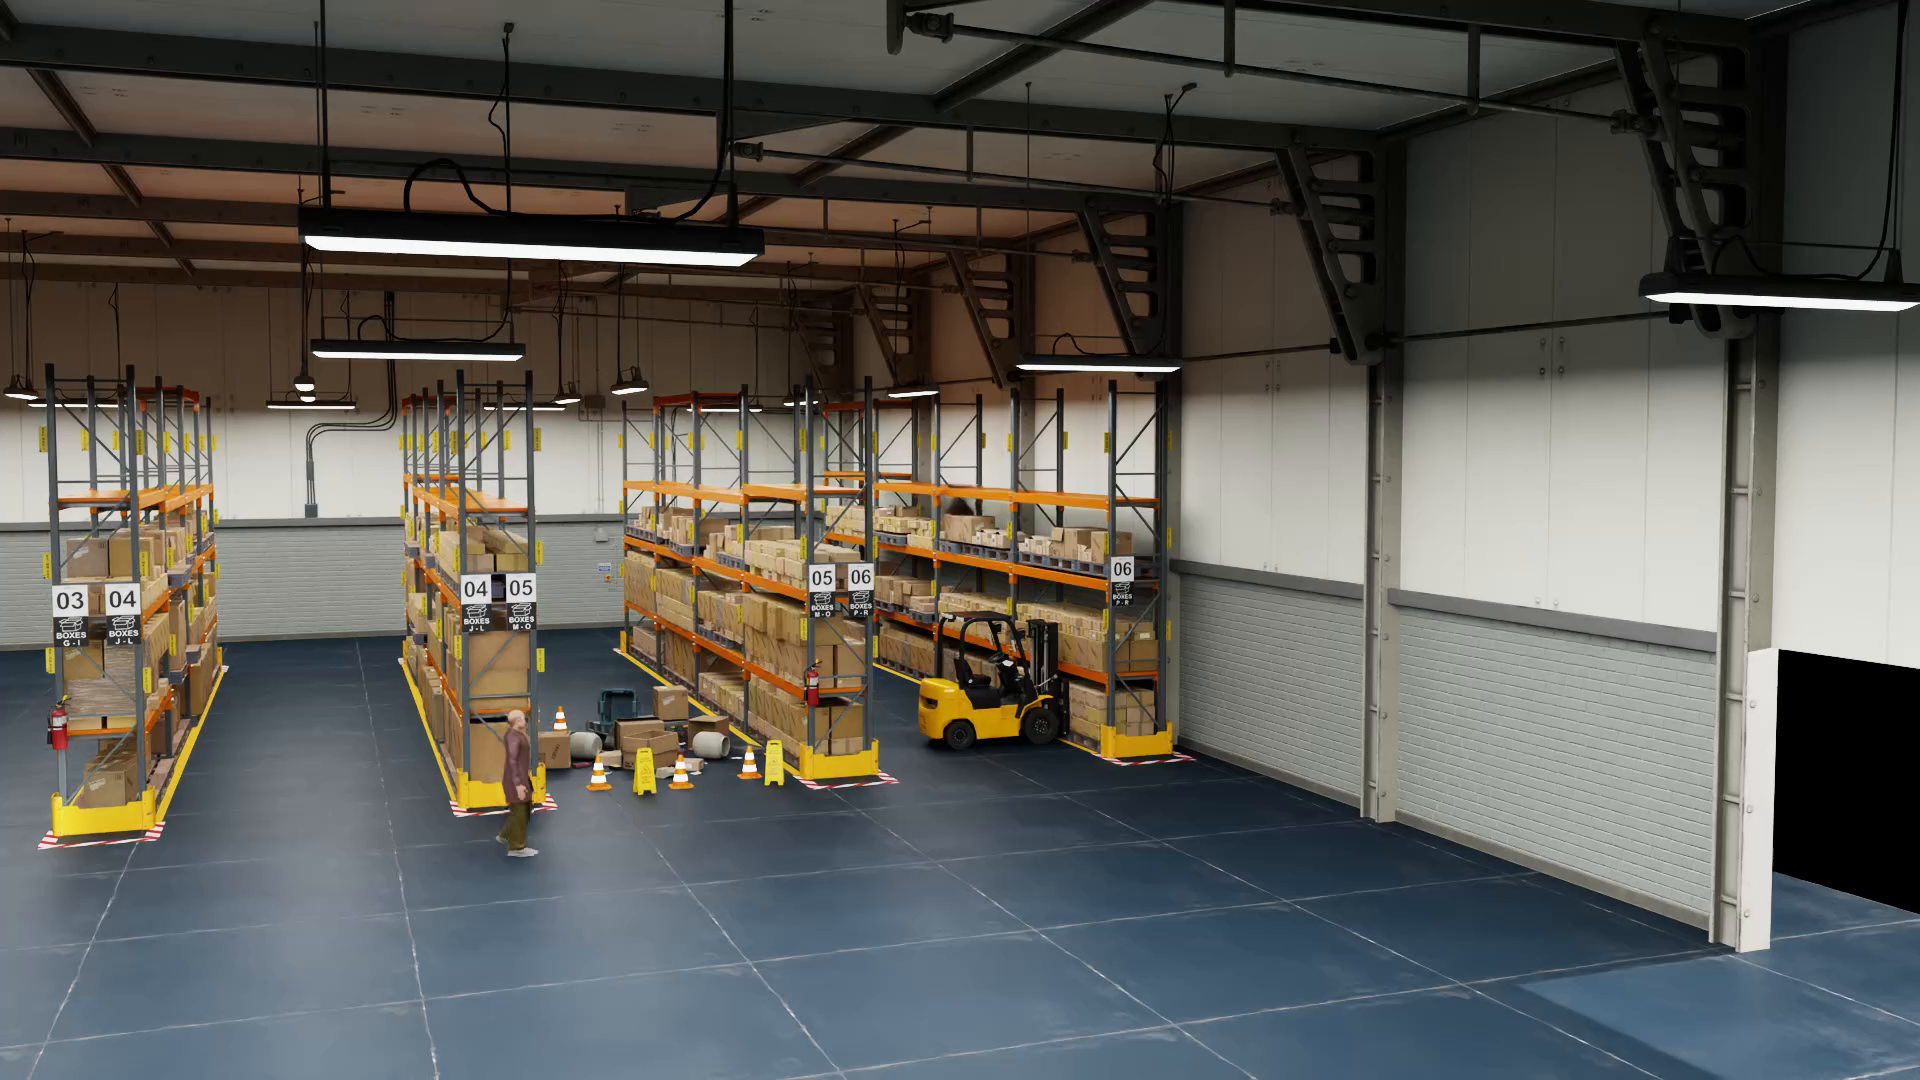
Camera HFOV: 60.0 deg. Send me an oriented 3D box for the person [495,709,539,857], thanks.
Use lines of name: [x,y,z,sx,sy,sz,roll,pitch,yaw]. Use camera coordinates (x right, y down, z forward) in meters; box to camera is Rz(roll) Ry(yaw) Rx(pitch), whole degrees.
person: [-5.400,2.944,20.179,0.557,1.789,0.660,0,3,-8]
